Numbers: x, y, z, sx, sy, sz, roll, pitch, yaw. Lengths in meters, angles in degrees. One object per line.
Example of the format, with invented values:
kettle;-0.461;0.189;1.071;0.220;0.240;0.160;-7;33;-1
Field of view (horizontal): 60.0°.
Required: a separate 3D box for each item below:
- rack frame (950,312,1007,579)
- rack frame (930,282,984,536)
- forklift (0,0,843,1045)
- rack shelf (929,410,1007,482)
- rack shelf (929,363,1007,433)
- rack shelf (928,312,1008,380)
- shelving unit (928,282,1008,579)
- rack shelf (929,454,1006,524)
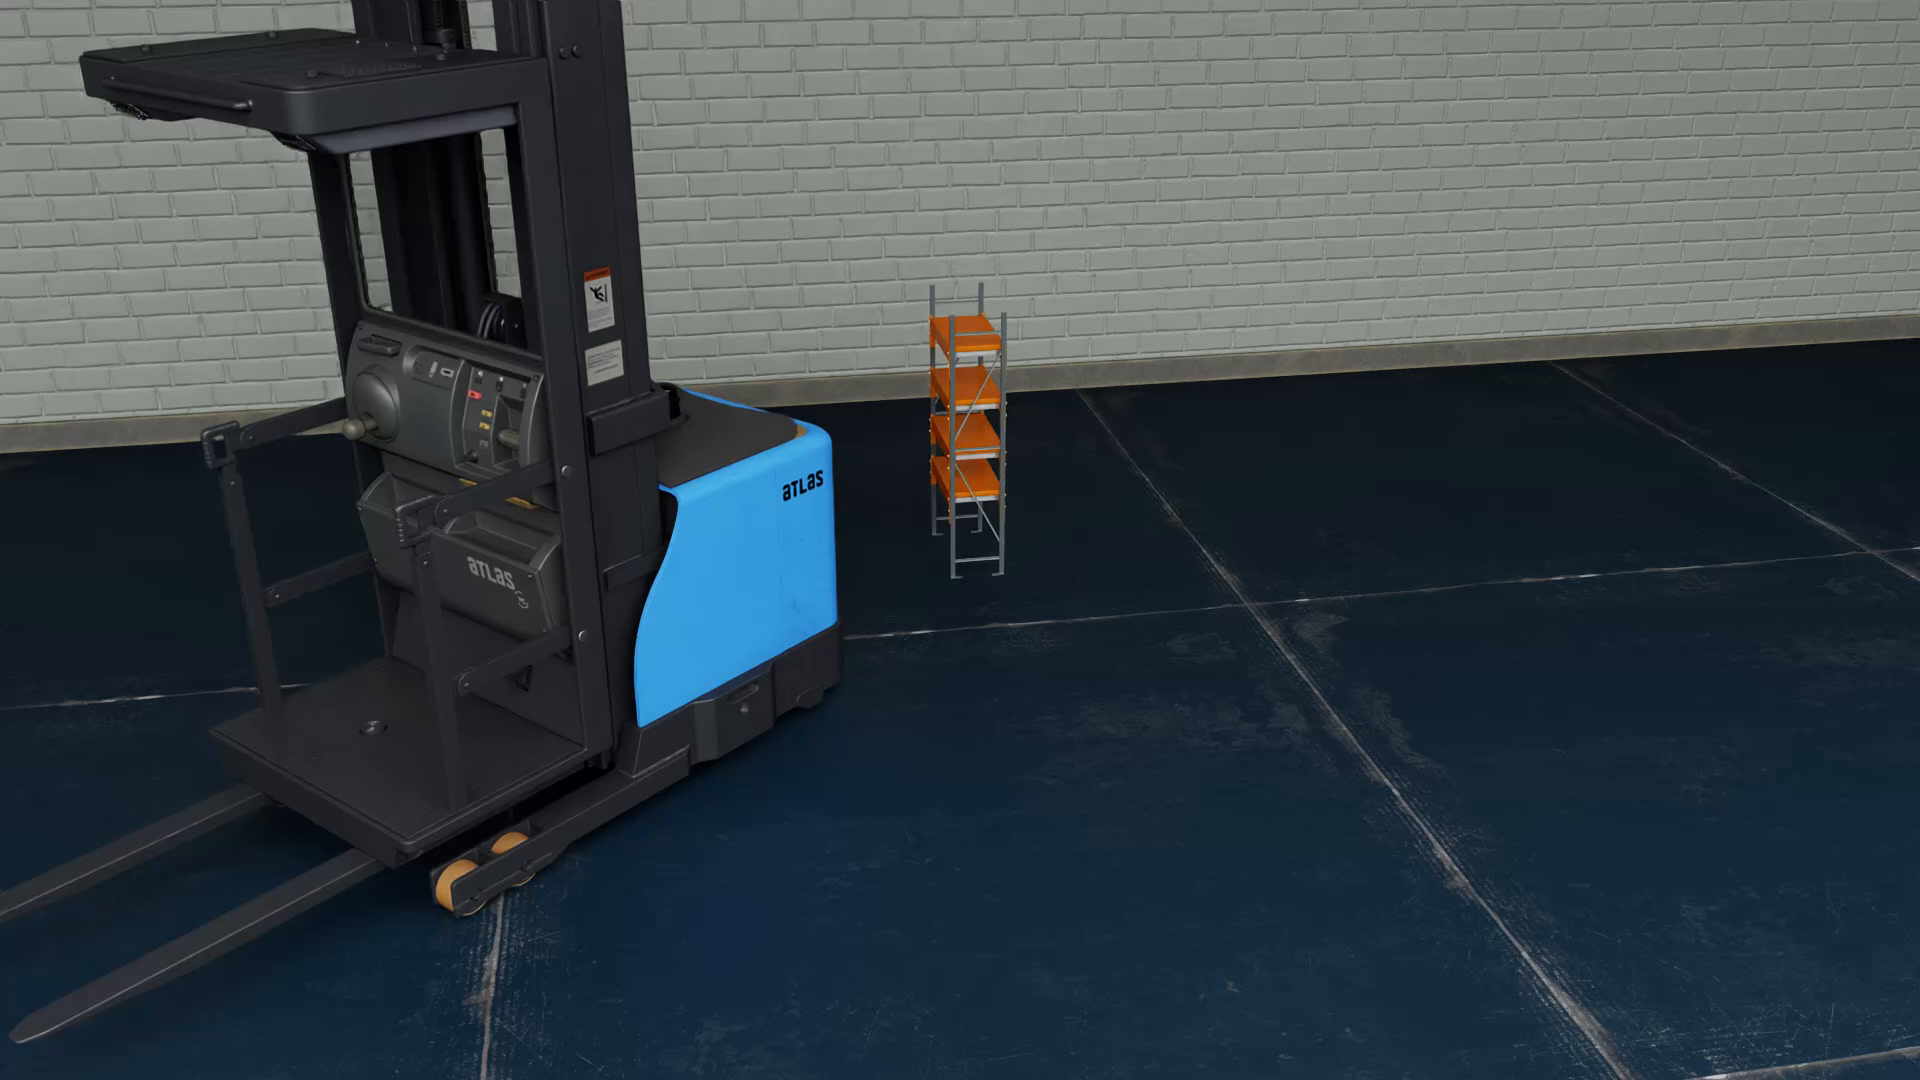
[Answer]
rack frame;0.076;-0.389;7.141;0.240;1.200;0.015;-4;24;-10
rack frame;-0.015;-0.581;7.581;0.240;1.200;0.015;-4;24;-10
forklift;-1.745;-0.413;5.034;1.130;2.935;3.031;17;29;34
rack shelf;0.031;-0.423;7.388;0.258;0.148;0.480;-4;24;-10
rack shelf;0.031;-0.628;7.298;0.258;0.148;0.480;-4;24;-10
rack shelf;0.031;-0.845;7.204;0.258;0.148;0.480;-4;24;-10
shelving unit;0.031;-0.485;7.361;0.258;1.200;0.503;-4;24;-10
rack shelf;0.031;-0.241;7.467;0.258;0.148;0.480;-4;24;-10
